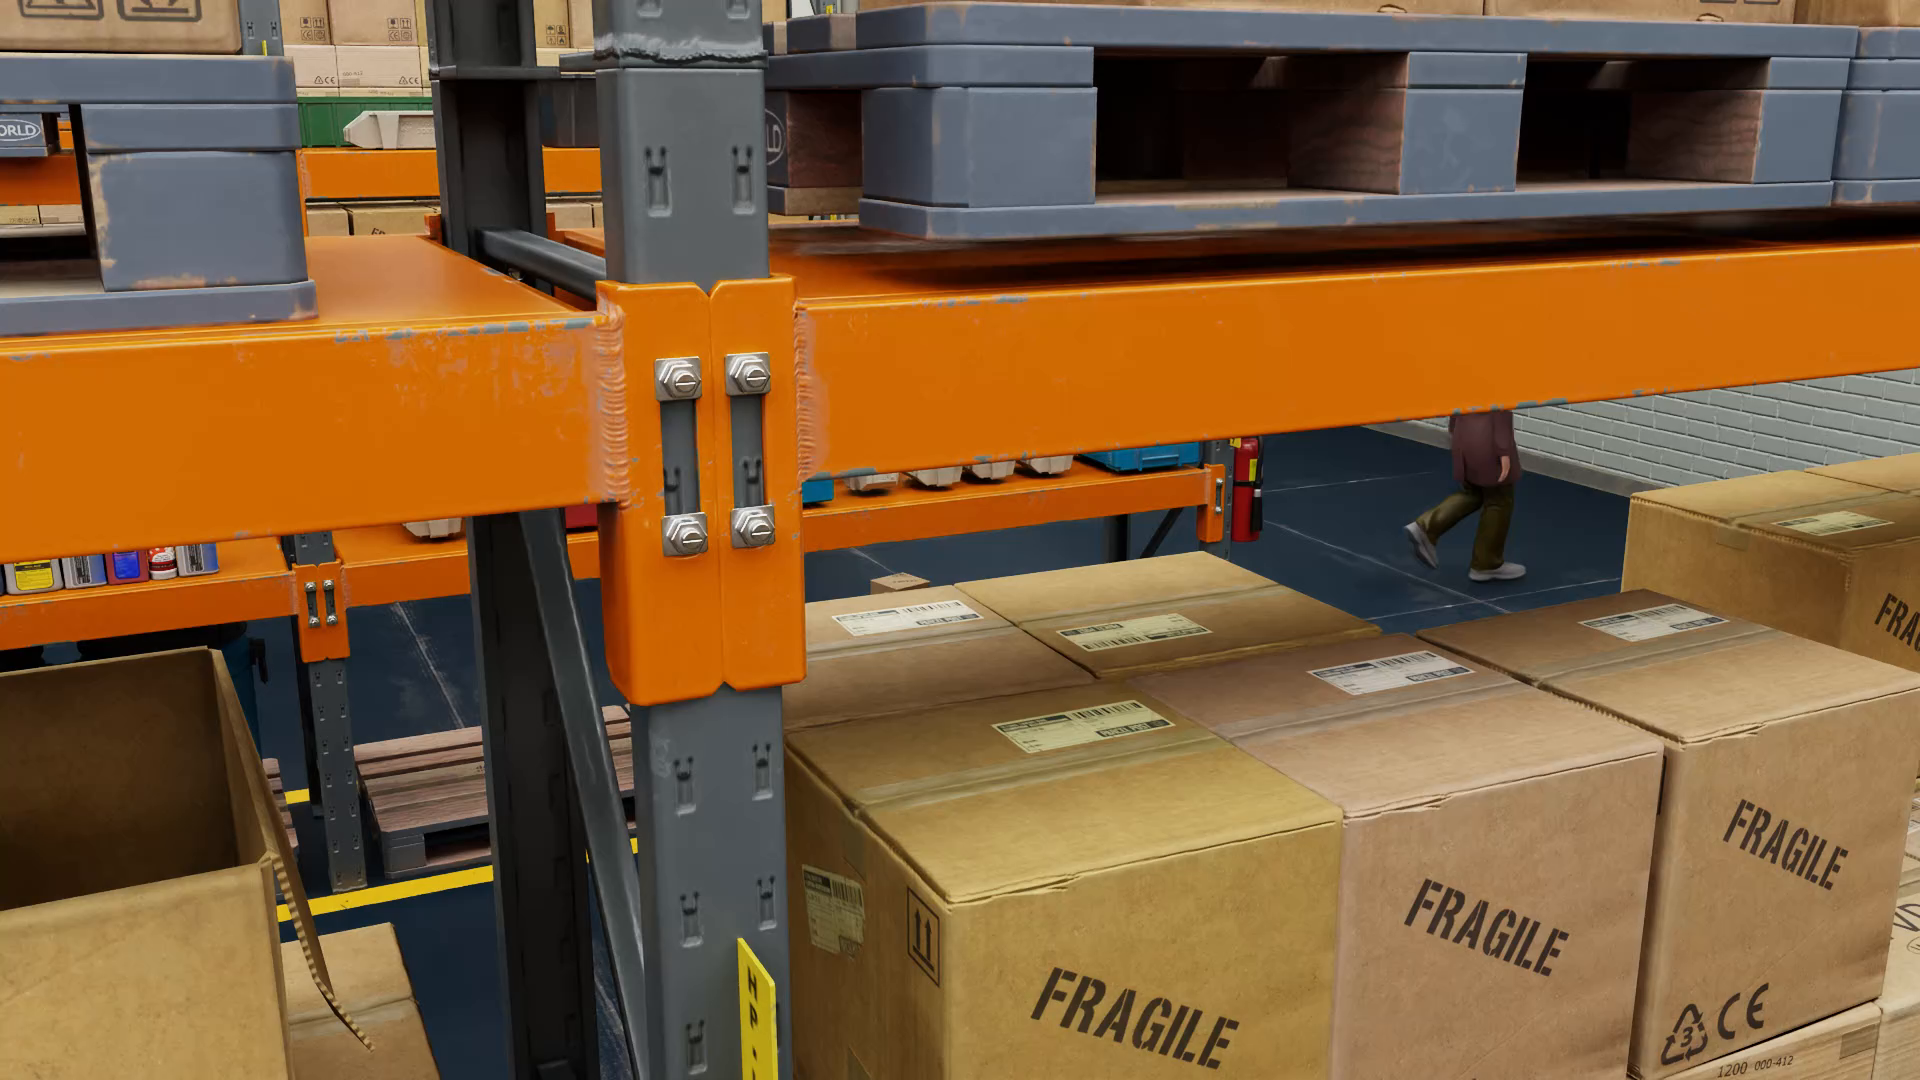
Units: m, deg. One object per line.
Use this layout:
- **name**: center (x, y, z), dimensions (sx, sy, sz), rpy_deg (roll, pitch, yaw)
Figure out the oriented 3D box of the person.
- **person**: center (3.226, -0.603, 10.397), dimensions (0.776, 1.759, 0.615), rpy_deg (-4, 15, -16)
